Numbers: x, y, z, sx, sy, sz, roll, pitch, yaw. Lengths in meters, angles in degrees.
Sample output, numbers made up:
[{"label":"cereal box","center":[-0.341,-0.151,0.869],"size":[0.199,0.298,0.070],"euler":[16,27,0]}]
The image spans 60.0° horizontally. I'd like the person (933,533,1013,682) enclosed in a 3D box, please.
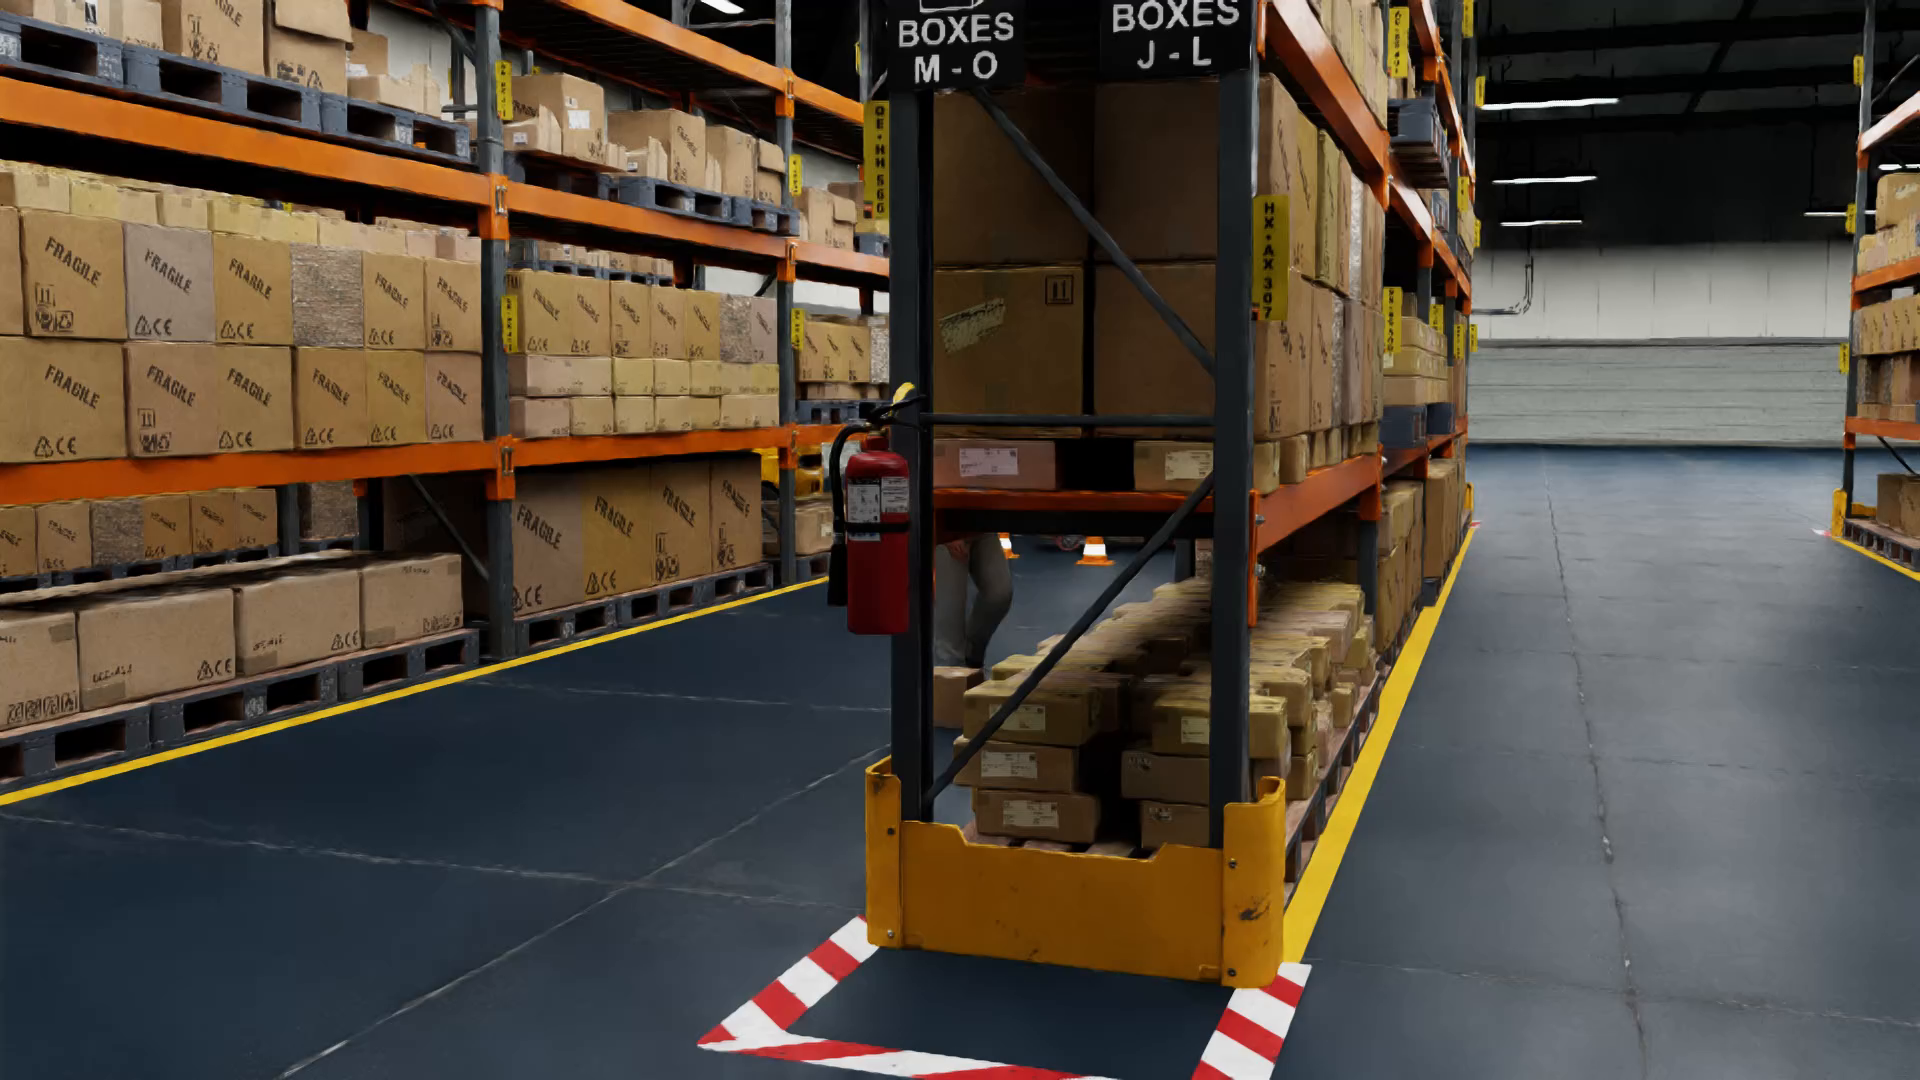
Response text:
[{"label":"person","center":[0.008,-0.038,8.624],"size":[0.447,1.774,0.646],"euler":[5,7,44]}]
